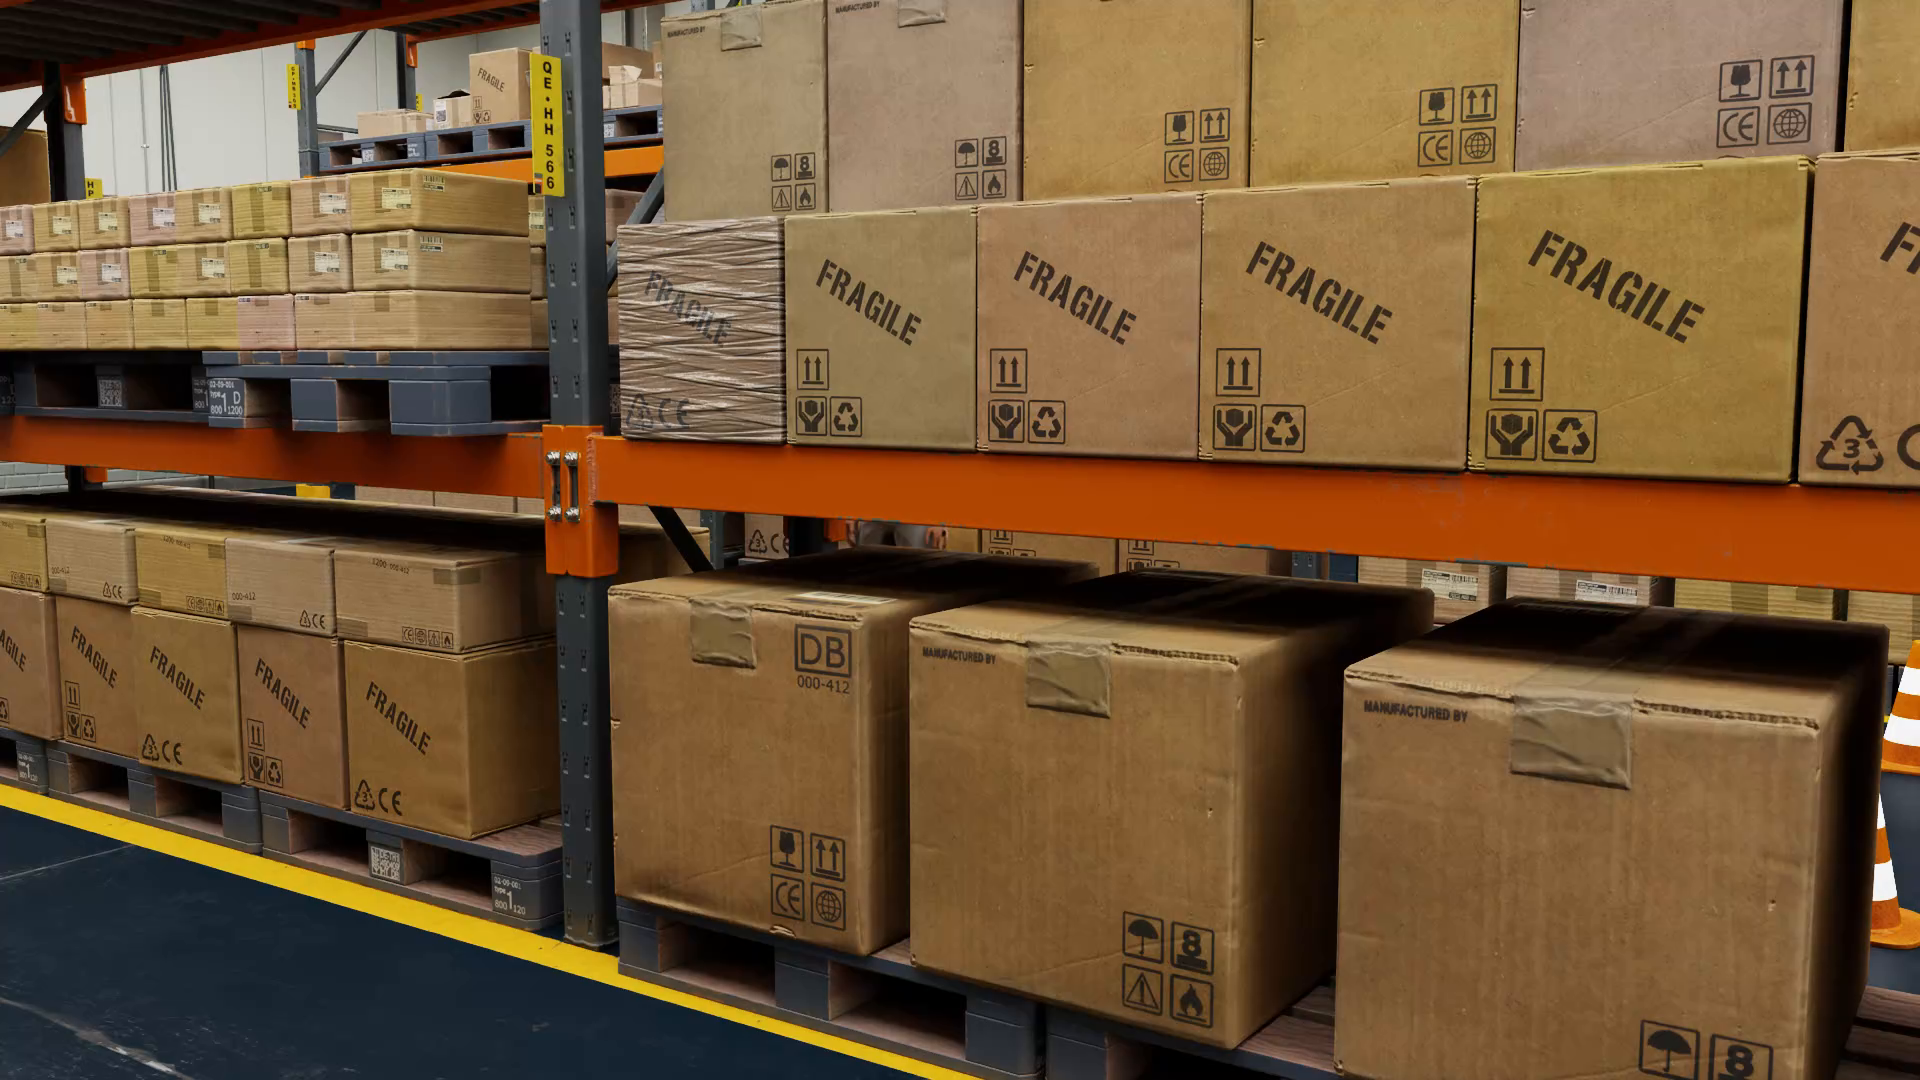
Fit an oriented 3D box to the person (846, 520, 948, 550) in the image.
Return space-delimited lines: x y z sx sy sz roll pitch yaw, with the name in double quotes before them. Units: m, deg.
"person" -0.248 -0.075 6.639 0.501 1.672 0.351 4 8 32
